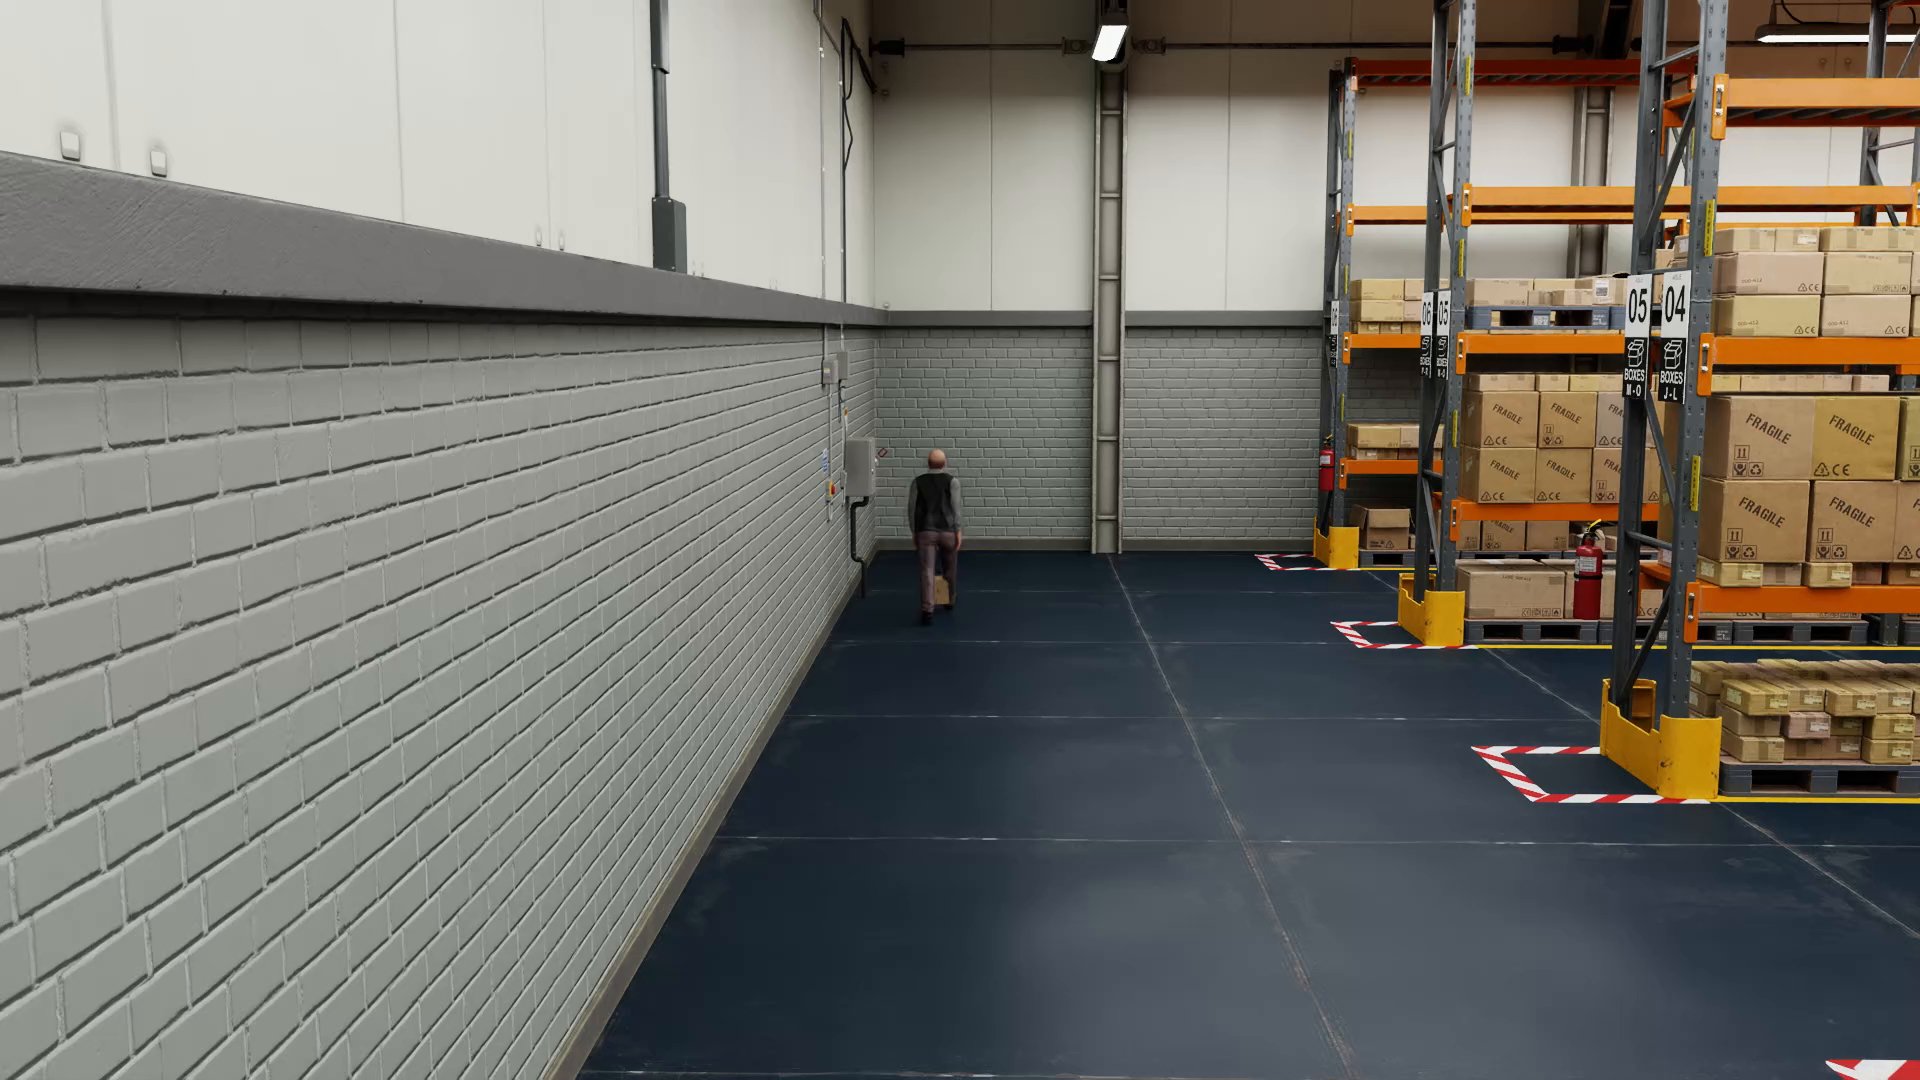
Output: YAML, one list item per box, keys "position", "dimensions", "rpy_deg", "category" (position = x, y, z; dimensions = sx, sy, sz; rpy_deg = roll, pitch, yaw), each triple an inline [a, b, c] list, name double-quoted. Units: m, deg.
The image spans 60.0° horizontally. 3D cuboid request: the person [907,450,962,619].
- position: [-0.251, -0.068, 16.555]
  dimensions: [0.544, 1.651, 1.119]
  rpy_deg: [0, 7, 0]
  category: "person"
